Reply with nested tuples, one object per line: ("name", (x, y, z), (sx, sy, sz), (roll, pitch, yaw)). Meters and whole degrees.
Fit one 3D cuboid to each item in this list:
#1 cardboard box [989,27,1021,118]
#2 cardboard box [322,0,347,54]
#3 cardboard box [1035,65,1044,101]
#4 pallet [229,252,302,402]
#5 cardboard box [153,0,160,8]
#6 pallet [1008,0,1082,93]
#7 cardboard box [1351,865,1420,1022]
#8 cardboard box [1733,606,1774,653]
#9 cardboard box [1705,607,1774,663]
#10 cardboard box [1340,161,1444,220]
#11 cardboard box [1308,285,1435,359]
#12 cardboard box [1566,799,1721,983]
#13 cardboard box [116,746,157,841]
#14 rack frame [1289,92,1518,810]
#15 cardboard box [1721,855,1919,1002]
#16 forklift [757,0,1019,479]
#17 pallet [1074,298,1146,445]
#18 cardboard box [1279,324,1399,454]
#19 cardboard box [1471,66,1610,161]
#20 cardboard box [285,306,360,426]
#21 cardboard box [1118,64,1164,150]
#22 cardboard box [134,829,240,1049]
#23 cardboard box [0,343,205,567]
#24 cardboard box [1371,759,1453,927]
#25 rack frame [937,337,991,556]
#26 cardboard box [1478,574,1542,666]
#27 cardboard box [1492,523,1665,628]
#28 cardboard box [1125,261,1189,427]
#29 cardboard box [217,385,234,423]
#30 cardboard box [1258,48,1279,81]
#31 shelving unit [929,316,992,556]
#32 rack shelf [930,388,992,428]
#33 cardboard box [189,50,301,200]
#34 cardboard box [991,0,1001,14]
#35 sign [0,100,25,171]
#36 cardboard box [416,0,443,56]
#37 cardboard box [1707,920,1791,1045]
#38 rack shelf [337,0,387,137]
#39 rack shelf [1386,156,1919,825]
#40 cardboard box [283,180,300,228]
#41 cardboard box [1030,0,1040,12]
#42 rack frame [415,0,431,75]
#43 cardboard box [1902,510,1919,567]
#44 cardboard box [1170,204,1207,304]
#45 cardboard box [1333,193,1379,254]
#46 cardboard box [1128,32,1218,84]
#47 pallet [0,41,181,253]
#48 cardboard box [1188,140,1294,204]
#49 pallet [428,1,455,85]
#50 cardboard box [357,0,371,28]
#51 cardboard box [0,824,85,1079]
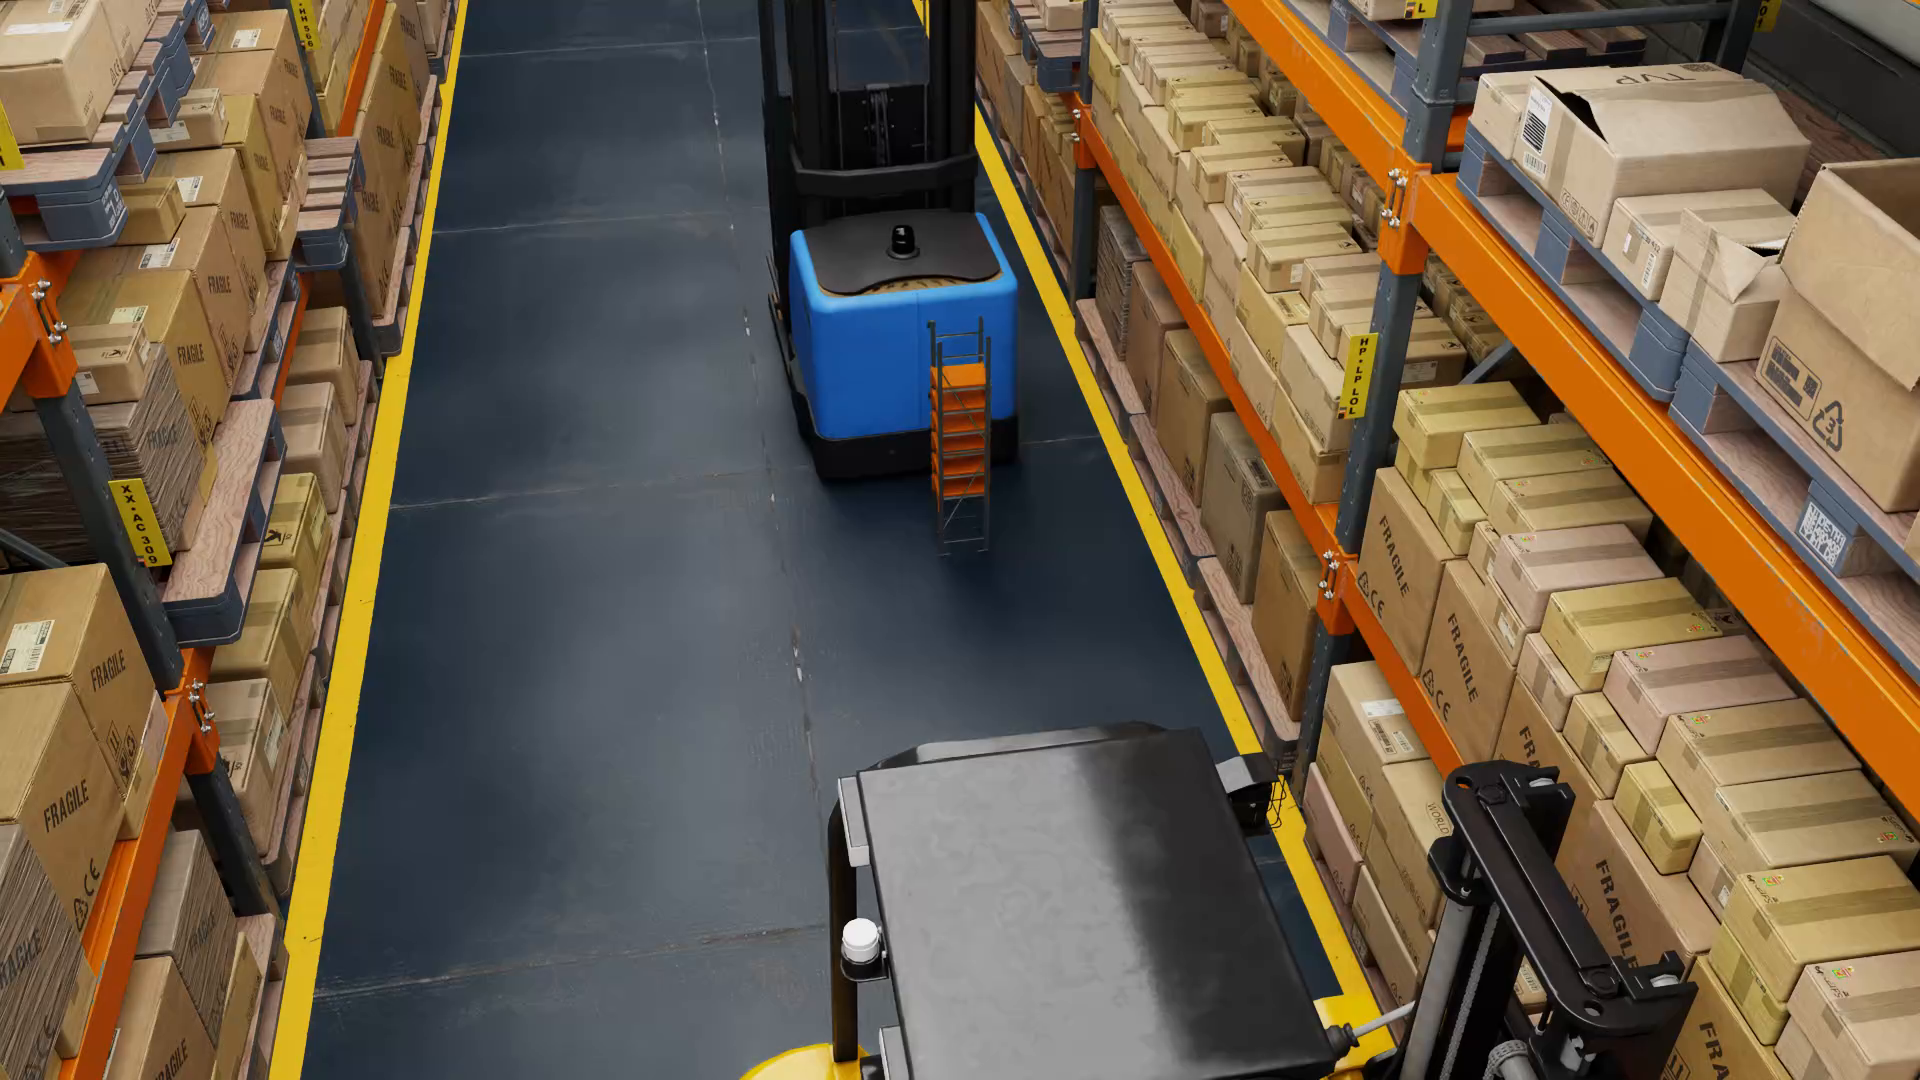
("cardboard box", (0.503, -3.252, 11.586), (0.500, 0.500, 0.500), (-7, 38, -9))
("cardboard box", (-3.667, -2.843, 9.080), (0.500, 0.250, 0.500), (-5, 38, -7))
("cardboard box", (0.692, -2.943, 10.659), (0.380, 0.149, 0.250), (-7, 38, -9))
("pallet", (-3.344, -0.793, 6.882), (1.003, 0.211, 1.213), (-6, 38, -8))
("cardboard box", (-2.938, -1.939, 5.536), (0.500, 0.250, 0.500), (-7, 38, -8))
("pallet", (0.967, -2.922, 9.623), (1.213, 0.211, 1.003), (-6, 38, -8))
("cardboard box", (1.719, 1.372, 5.837), (0.500, 0.250, 0.500), (-7, 38, -9))
("cardboard box", (2.404, 0.185, 4.615), (0.380, 0.149, 0.250), (-7, 38, -9))
("cardboard box", (2.317, 0.311, 4.694), (0.380, 0.149, 0.250), (-5, 38, -6))
("cardboard box", (1.834, -1.487, 7.009), (0.380, 0.149, 0.250), (-7, 38, -8))
("cardboard box", (1.515, -0.812, 6.140), (0.380, 0.149, 0.250), (-7, 38, -9))
("cardboard box", (1.942, 1.001, 4.335), (0.500, 0.500, 0.500), (-6, 38, -8))
("cardboard box", (-2.623, 0.766, 4.923), (0.380, 0.149, 0.250), (-5, 38, -7))
("rack frame", (1.856, -0.180, 5.937), (1.000, 3.000, 0.127), (-6, 38, -8))
("cardboard box", (1.965, 0.869, 3.734), (0.380, 0.149, 0.250), (-6, 38, -7))
("forklift", (-0.514, -2.371, 8.813), (1.130, 2.935, 3.031), (-8, 38, -10))
("pallet", (1.261, -0.994, 9.257), (1.003, 0.211, 1.213), (-6, 38, -8))
("cardboard box", (1.518, -0.588, 6.176), (0.500, 0.250, 0.500), (-7, 38, -9))
("cardboard box", (1.636, -1.167, 4.543), (0.380, 0.149, 0.250), (-5, 38, -7))
("cardboard box", (-3.642, -0.846, 8.594), (0.950, 0.372, 0.625), (-9, 39, -11))
("cardboard box", (1.079, -2.138, 8.171), (0.500, 0.250, 0.500), (-5, 38, -7))
("cardboard box", (-2.662, 1.308, 5.309), (0.500, 0.500, 0.500), (-7, 38, -9))
("cardboard box", (-2.830, -0.281, 5.400), (0.500, 0.500, 0.500), (-5, 38, -7))
("cardboard box", (1.712, 0.981, 5.527), (0.500, 0.250, 0.500), (-6, 38, -8))
("rack frame", (0.019, -0.410, 7.699), (0.240, 1.200, 0.006), (-6, 38, -8))
("cardboard box", (1.743, 0.212, 4.821), (0.380, 0.149, 0.250), (-5, 38, -7))
("cardboard box", (1.752, 0.099, 4.725), (0.380, 0.149, 0.250), (-5, 38, -7))
("cardboard box", (1.373, -1.052, 8.653), (0.875, 0.625, 0.625), (-5, 38, -6))
("cardboard box", (-2.980, -0.553, 6.280), (0.380, 0.149, 0.250), (-6, 38, -7))
("cardboard box", (1.664, -2.268, 8.013), (0.380, 0.149, 0.250), (-7, 38, -9))
("shelving unit", (0.003, -0.465, 7.771), (0.258, 1.200, 0.189), (-6, 38, -8))
("rack shelf", (0.003, -0.620, 7.651), (0.258, 0.103, 0.180), (-6, 38, -8))
("cardboard box", (-3.276, -1.827, 7.391), (0.500, 0.500, 0.500), (-7, 38, -9))
("cardboard box", (0.436, -3.889, 11.878), (0.380, 0.149, 0.250), (-8, 39, -10))
("sign", (-2.497, -1.096, 4.249), (0.100, 0.325, 0.005), (-6, 38, -8))
("cardboard box", (-4.437, -4.021, 12.627), (0.875, 0.438, 0.875), (-7, 38, -9))
("cardboard box", (1.972, 0.989, 3.822), (0.380, 0.149, 0.250), (-6, 38, -8))
("rack shelf", (-4.082, -2.984, 10.132), (1.077, 0.370, 4.000), (-6, 38, -8))
("rack shelf", (2.207, 0.127, 3.683), (1.077, 0.370, 4.000), (-6, 38, -8))
("cardboard box", (-3.199, -1.500, 7.498), (0.380, 0.149, 0.250), (-8, 39, -10))
("cardboard box", (0.651, -3.305, 9.740), (0.500, 0.250, 0.500), (-8, 39, -10))
("rack frame", (-4.433, -4.476, 11.467), (1.000, 3.000, 0.127), (-6, 38, -8))
("cardboard box", (2.159, -0.064, 2.837), (0.700, 0.500, 0.500), (-6, 38, -8))
("cardboard box", (1.262, -1.315, 7.519), (0.500, 0.250, 0.500), (-5, 38, -6))
("cardboard box", (1.863, -1.268, 7.052), (0.500, 0.250, 0.500), (-7, 38, -9))
("cardboard box", (1.039, -2.354, 8.125), (0.380, 0.149, 0.250), (-5, 38, -7))
("pallet", (-3.033, -1.139, 4.879), (1.213, 0.211, 1.003), (-6, 38, -8))
("cardboard box", (1.202, -1.579, 7.127), (0.380, 0.149, 0.250), (-7, 38, -9))
("pallet", (-4.489, -3.843, 12.924), (1.003, 0.211, 1.213), (-6, 38, -8))
("cardboard box", (-3.853, -3.247, 10.007), (0.500, 0.250, 0.500), (-6, 38, -8))
("cardboard box", (-2.515, 1.064, 4.012), (0.500, 0.500, 0.500), (-5, 38, -7))
